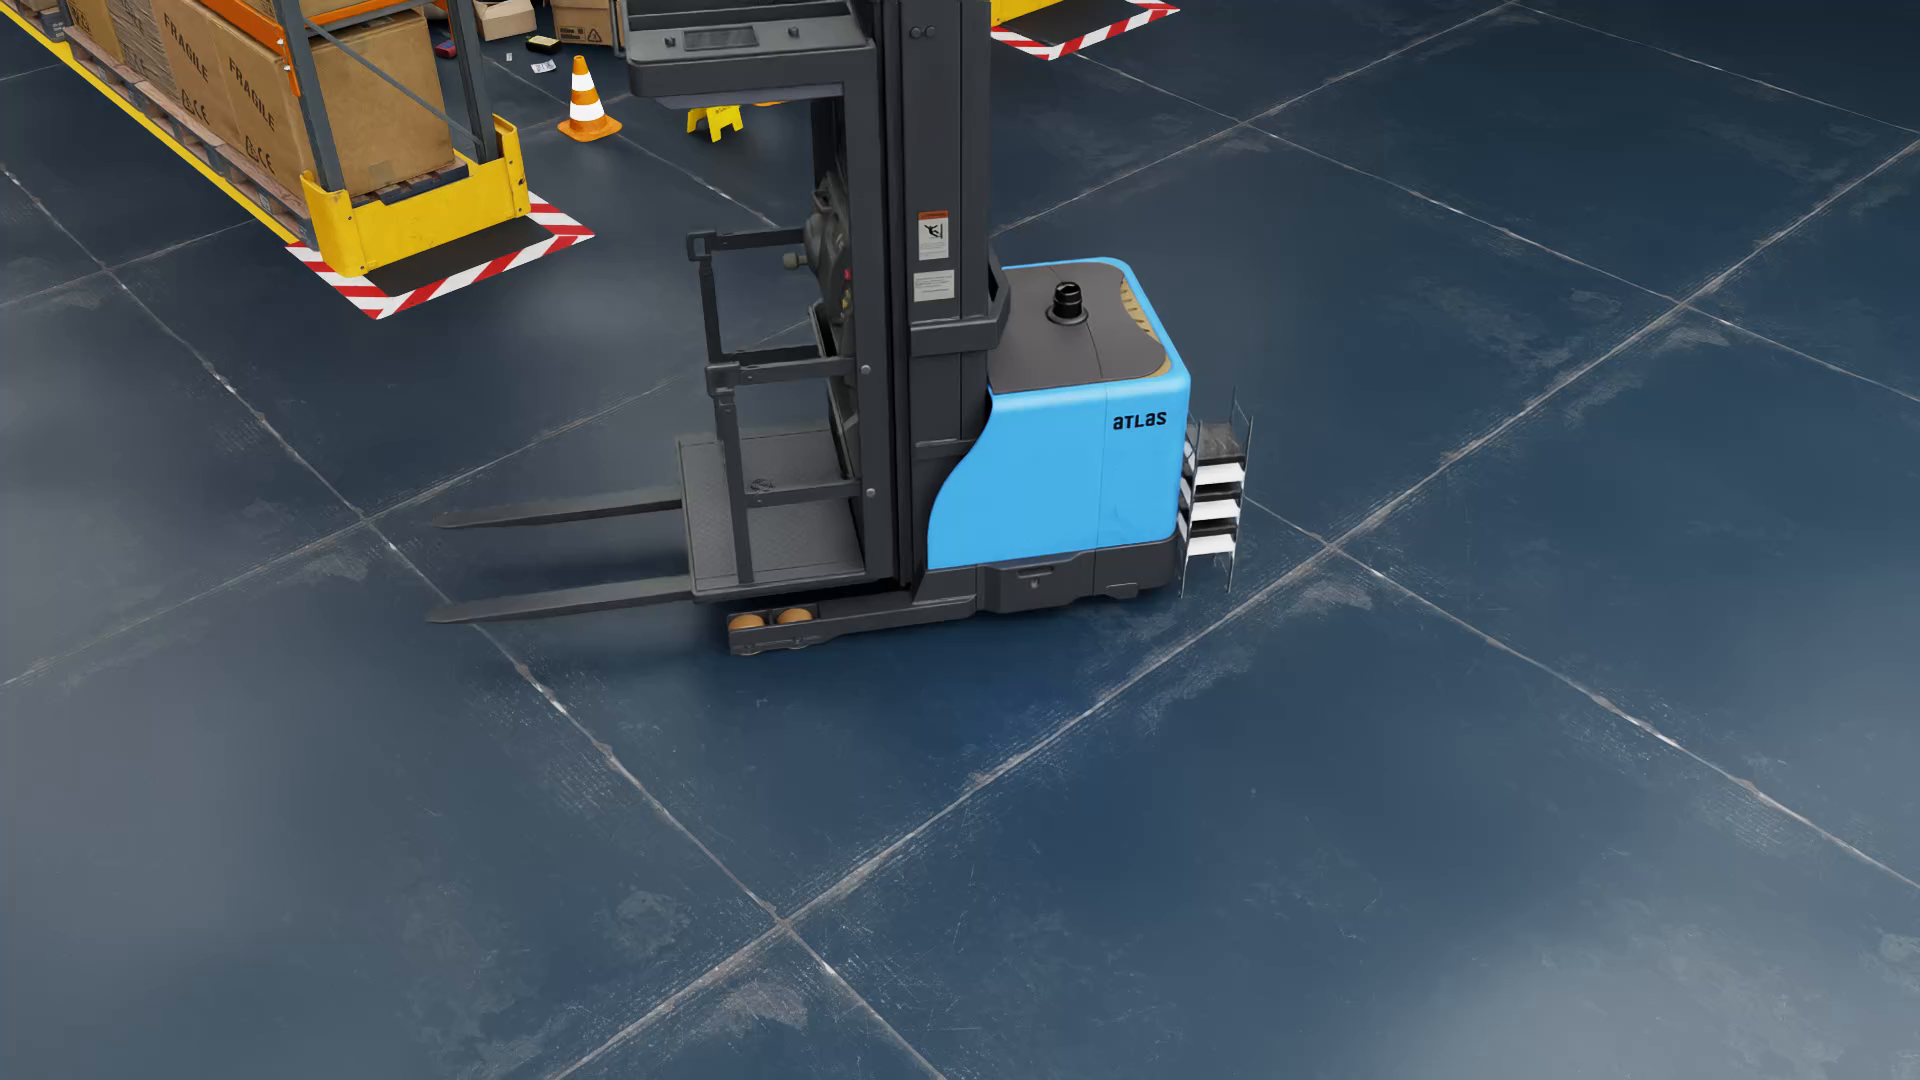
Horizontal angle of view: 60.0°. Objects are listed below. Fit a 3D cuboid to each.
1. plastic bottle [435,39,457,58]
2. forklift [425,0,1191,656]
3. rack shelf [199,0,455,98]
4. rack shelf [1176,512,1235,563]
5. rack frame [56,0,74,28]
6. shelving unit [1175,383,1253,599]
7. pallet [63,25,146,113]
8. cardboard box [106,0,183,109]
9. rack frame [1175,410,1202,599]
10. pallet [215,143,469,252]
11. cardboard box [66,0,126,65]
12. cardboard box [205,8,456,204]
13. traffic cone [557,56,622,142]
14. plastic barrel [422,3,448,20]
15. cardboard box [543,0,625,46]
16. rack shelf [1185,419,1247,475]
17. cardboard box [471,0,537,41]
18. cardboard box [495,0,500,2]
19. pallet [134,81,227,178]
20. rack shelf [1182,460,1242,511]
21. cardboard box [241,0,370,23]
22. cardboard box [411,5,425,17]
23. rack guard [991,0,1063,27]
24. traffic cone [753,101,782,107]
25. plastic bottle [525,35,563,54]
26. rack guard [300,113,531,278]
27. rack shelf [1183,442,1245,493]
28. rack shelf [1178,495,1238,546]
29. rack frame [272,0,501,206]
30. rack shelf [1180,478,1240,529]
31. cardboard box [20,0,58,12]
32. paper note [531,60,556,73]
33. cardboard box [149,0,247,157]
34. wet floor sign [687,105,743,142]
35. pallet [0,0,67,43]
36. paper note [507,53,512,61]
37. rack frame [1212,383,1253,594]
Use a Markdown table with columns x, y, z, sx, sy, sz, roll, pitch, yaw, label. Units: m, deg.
| x | y | z | sx | sy | sz | roll | pitch | yaw | label |
| --- | --- | --- | --- | --- | --- | --- | --- | --- | --- |
| -3.454 | -3.389 | 11.398 | 0.133 | 0.061 | 0.283 | 18 | 42 | 21 | plastic bottle |
| -0.671 | -1.039 | 6.204 | 3.031 | 2.935 | 1.130 | -7 | 39 | -9 | forklift |
| -4.367 | -3.555 | 9.837 | 1.077 | 0.370 | 4.000 | -30 | 48 | -32 | rack shelf |
| 1.007 | -0.022 | 6.900 | 0.200 | 0.077 | 0.258 | -6 | 39 | -7 | rack shelf |
| -5.720 | -4.761 | 10.757 | 1.000 | 3.000 | 0.127 | -30 | 48 | -32 | rack frame |
| 1.007 | -0.188 | 6.766 | 0.210 | 0.900 | 0.258 | -6 | 39 | -7 | shelving unit |
| -5.263 | -3.291 | 11.157 | 1.003 | 0.211 | 1.213 | -30 | 48 | -32 | pallet |
| -4.734 | -3.361 | 10.381 | 0.875 | 0.875 | 0.875 | -30 | 47 | -31 | cardboard box |
| 0.906 | -0.177 | 6.753 | 0.006 | 0.900 | 0.240 | -6 | 39 | -7 | rack frame |
| -3.613 | -2.162 | 9.758 | 1.003 | 0.211 | 1.213 | -30 | 48 | -32 | pallet |
| -5.346 | -3.777 | 10.896 | 0.875 | 0.875 | 0.875 | -29 | 47 | -31 | cardboard box |
| -3.522 | -2.532 | 9.355 | 0.875 | 0.875 | 0.875 | -30 | 47 | -32 | cardboard box |
| -2.328 | -2.772 | 10.314 | 0.336 | 0.463 | 0.334 | -30 | 48 | -32 | traffic cone |
| -3.823 | -3.885 | 11.724 | 0.512 | 0.421 | 0.421 | -2 | 39 | -2 | plastic barrel |
| -2.490 | -3.826 | 11.586 | 0.637 | 0.503 | 0.797 | 5 | 39 | 6 | cardboard box |
| 1.007 | -0.372 | 6.617 | 0.200 | 0.077 | 0.258 | -6 | 39 | -7 | rack shelf |
| -3.201 | -3.684 | 11.601 | 0.396 | 0.266 | 0.258 | -22 | 44 | -25 | cardboard box |
| -3.128 | -4.308 | 12.075 | 0.797 | 0.637 | 0.503 | -30 | 48 | -32 | cardboard box |
| -4.434 | -2.726 | 10.457 | 1.003 | 0.211 | 1.213 | -30 | 48 | -32 | pallet |
| 1.007 | -0.232 | 6.730 | 0.200 | 0.077 | 0.258 | -6 | 39 | -7 | rack shelf |
| -3.299 | -3.120 | 8.607 | 0.875 | 0.550 | 0.550 | -30 | 48 | -32 | cardboard box |
| -3.914 | -3.507 | 11.192 | 0.500 | 0.500 | 0.500 | -22 | 44 | -25 | cardboard box |
| 0.512 | -4.123 | 11.957 | 1.175 | 0.500 | 0.348 | -30 | 48 | -32 | rack guard |
| -1.266 | -3.095 | 10.714 | 0.336 | 0.463 | 0.334 | -30 | 48 | -32 | traffic cone |
| -2.884 | -3.406 | 11.419 | 0.283 | 0.061 | 0.133 | 18 | 42 | 21 | plastic bottle |
| -2.998 | -1.926 | 9.237 | 1.175 | 0.500 | 0.348 | -30 | 48 | -32 | rack guard |
| 1.007 | -0.302 | 6.674 | 0.200 | 0.077 | 0.258 | -6 | 39 | -7 | rack shelf |
| 1.007 | -0.092 | 6.843 | 0.200 | 0.077 | 0.258 | -6 | 39 | -7 | rack shelf |
| -3.015 | -2.910 | 8.465 | 1.000 | 3.000 | 0.127 | -30 | 48 | -32 | rack frame |
| 1.007 | -0.162 | 6.787 | 0.200 | 0.077 | 0.258 | -6 | 39 | -7 | rack shelf |
| -6.206 | -4.298 | 11.641 | 1.050 | 0.750 | 0.750 | -30 | 48 | -32 | cardboard box |
| -2.796 | -3.182 | 11.167 | 0.144 | 0.017 | 0.142 | -15 | 41 | -17 | paper note |
| -4.119 | -2.938 | 9.858 | 0.875 | 0.875 | 0.875 | -31 | 48 | -32 | cardboard box |
| -1.537 | -2.822 | 10.230 | 0.232 | 0.644 | 0.267 | 26 | 45 | 28 | wet floor sign |
| -6.297 | -4.001 | 12.036 | 1.003 | 0.211 | 1.213 | -30 | 48 | -32 | pallet |
| -3.067 | -3.287 | 11.312 | 0.032 | 0.001 | 0.123 | -8 | 40 | -10 | paper note |
| 1.107 | -0.198 | 6.779 | 0.006 | 0.900 | 0.240 | -6 | 39 | -7 | rack frame |
